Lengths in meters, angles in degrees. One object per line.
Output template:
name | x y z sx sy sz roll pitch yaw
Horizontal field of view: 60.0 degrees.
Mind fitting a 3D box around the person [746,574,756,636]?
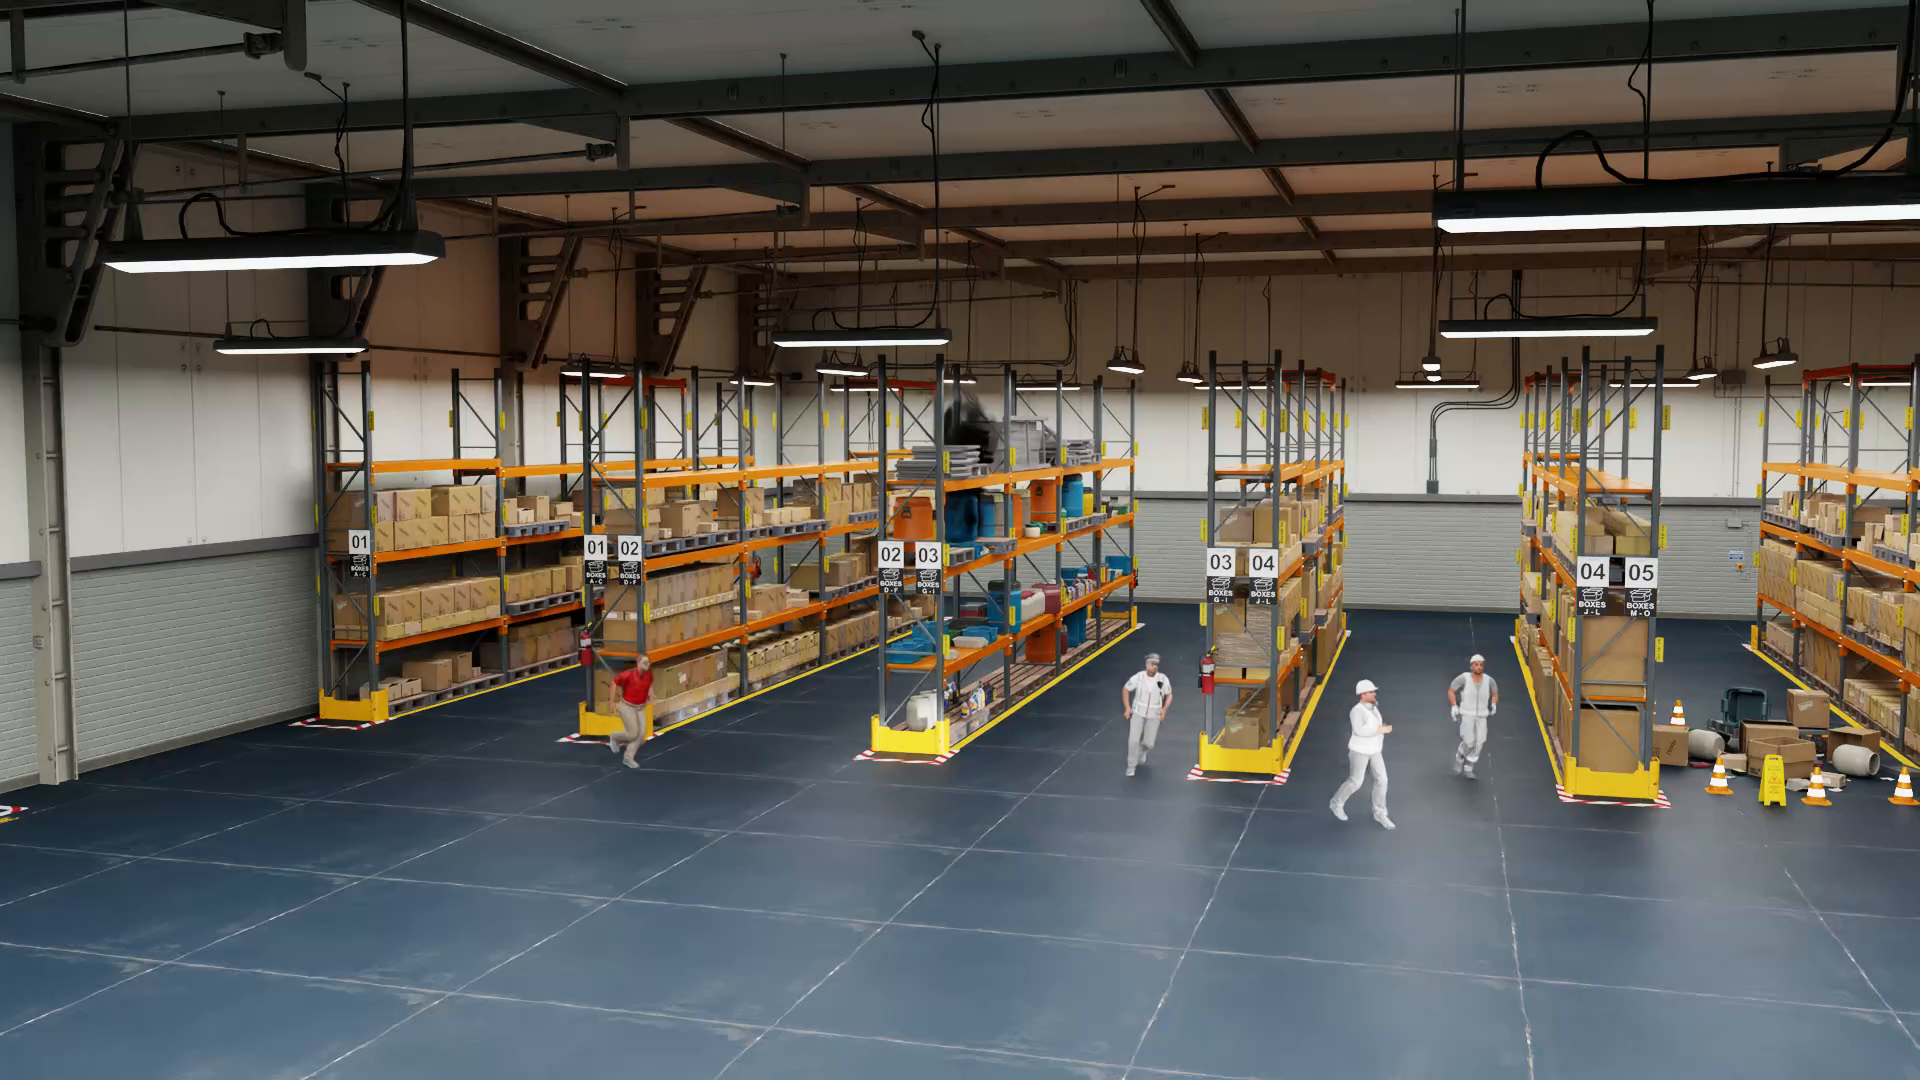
person | -4.570 1.566 36.063 0.575 1.657 0.909 1 4 15

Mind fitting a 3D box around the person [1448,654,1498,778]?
person | 7.208 2.469 23.221 0.660 1.746 0.559 0 4 -1

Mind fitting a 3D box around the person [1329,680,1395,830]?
person | 4.978 2.636 20.571 0.828 1.828 0.658 4 6 44

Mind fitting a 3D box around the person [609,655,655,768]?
person | -4.752 2.473 24.135 0.760 1.660 0.655 3 5 31

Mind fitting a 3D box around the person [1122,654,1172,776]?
person | 2.666 2.464 23.696 0.704 1.719 0.581 0 4 4
